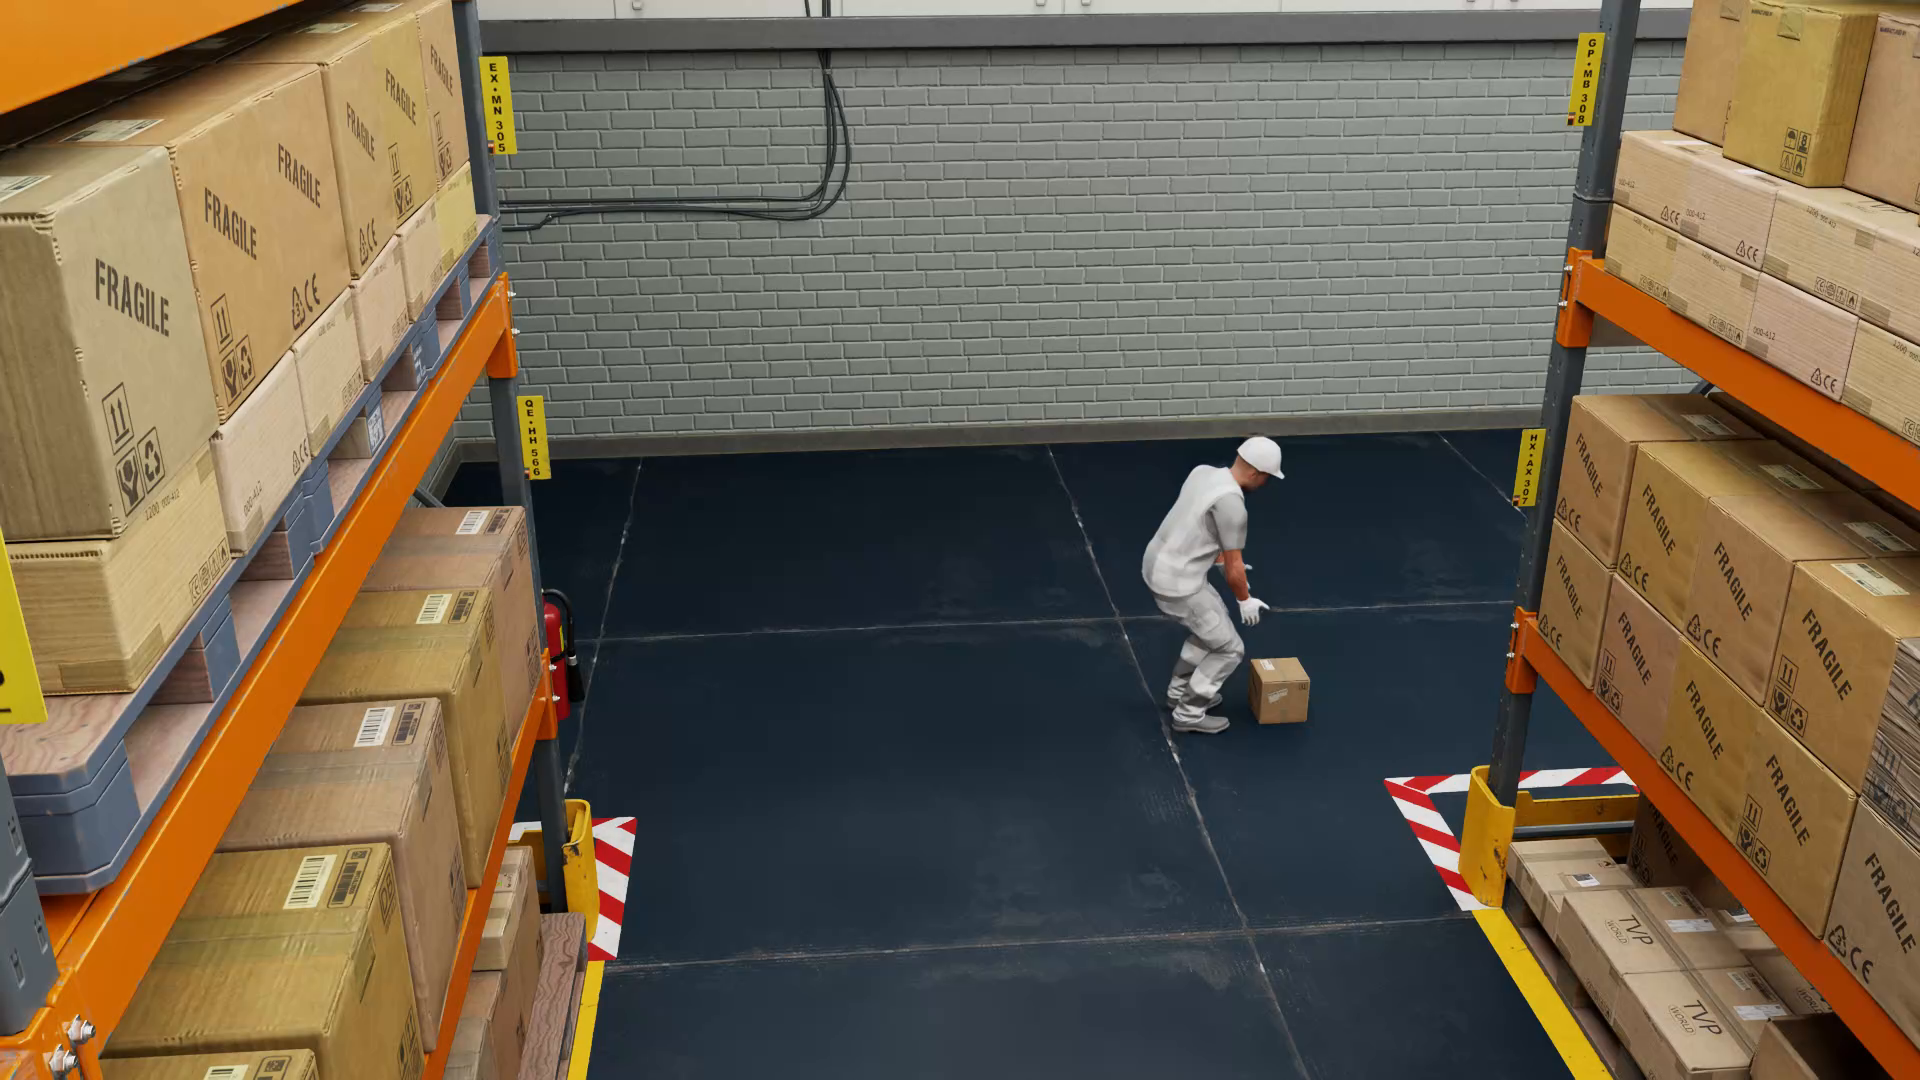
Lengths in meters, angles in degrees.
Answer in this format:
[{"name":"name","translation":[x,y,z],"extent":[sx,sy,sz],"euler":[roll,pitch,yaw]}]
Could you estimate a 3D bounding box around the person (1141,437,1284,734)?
[{"name":"person","translation":[1.262,0.207,8.421],"extent":[0.690,1.528,0.579],"euler":[-2,24,-5]}]
